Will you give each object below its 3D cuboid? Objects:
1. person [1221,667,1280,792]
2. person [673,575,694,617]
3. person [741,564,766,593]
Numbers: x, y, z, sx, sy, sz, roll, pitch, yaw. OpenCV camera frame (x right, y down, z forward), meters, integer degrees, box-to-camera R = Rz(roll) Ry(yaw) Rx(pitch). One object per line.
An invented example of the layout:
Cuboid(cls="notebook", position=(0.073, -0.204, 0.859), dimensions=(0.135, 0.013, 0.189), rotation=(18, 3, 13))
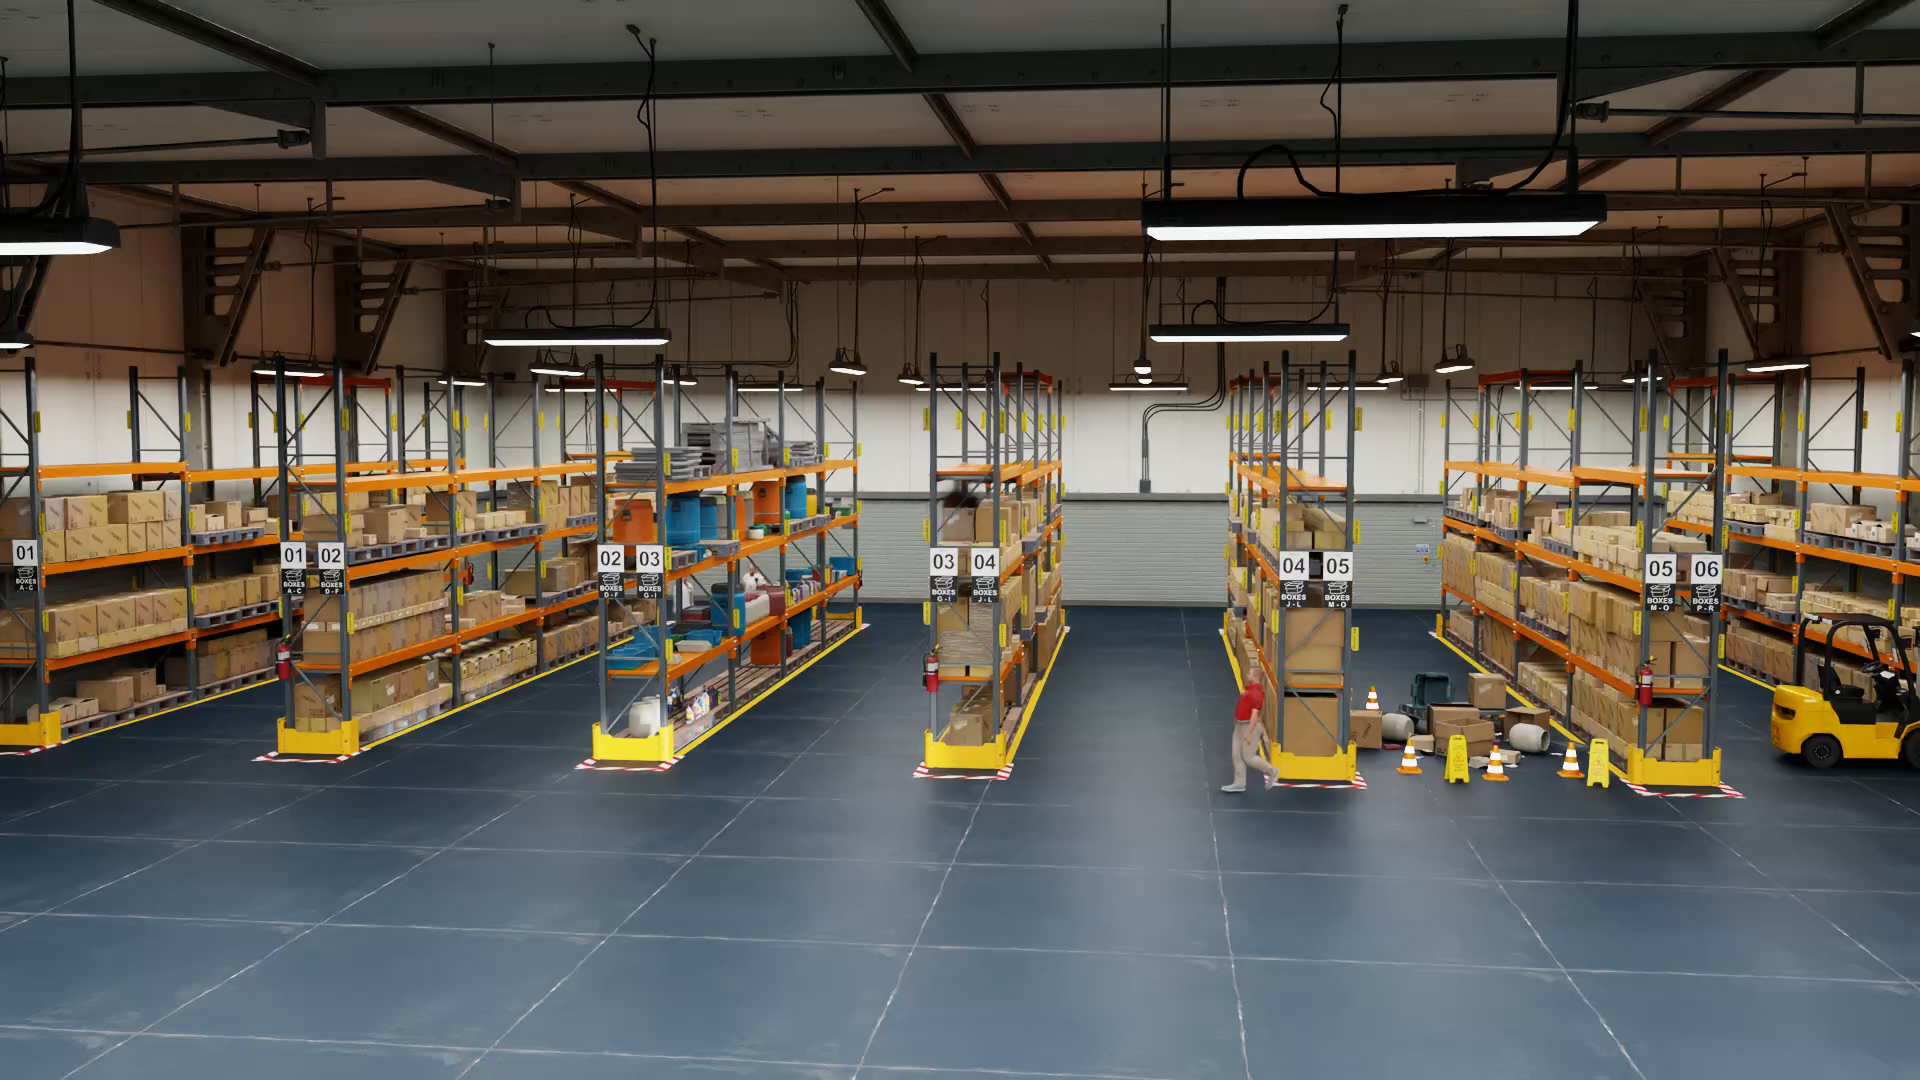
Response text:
Cuboid(cls="person", position=(3.929, 2.558, 22.411), dimensions=(0.711, 1.699, 0.529), rotation=(-1, 4, -18))
Cuboid(cls="person", position=(-5.893, 1.572, 35.988), dimensions=(0.557, 1.802, 0.599), rotation=(1, 4, 20))
Cuboid(cls="person", position=(-4.917, 1.412, 39.567), dimensions=(0.642, 1.697, 0.746), rotation=(1, 4, 13))
